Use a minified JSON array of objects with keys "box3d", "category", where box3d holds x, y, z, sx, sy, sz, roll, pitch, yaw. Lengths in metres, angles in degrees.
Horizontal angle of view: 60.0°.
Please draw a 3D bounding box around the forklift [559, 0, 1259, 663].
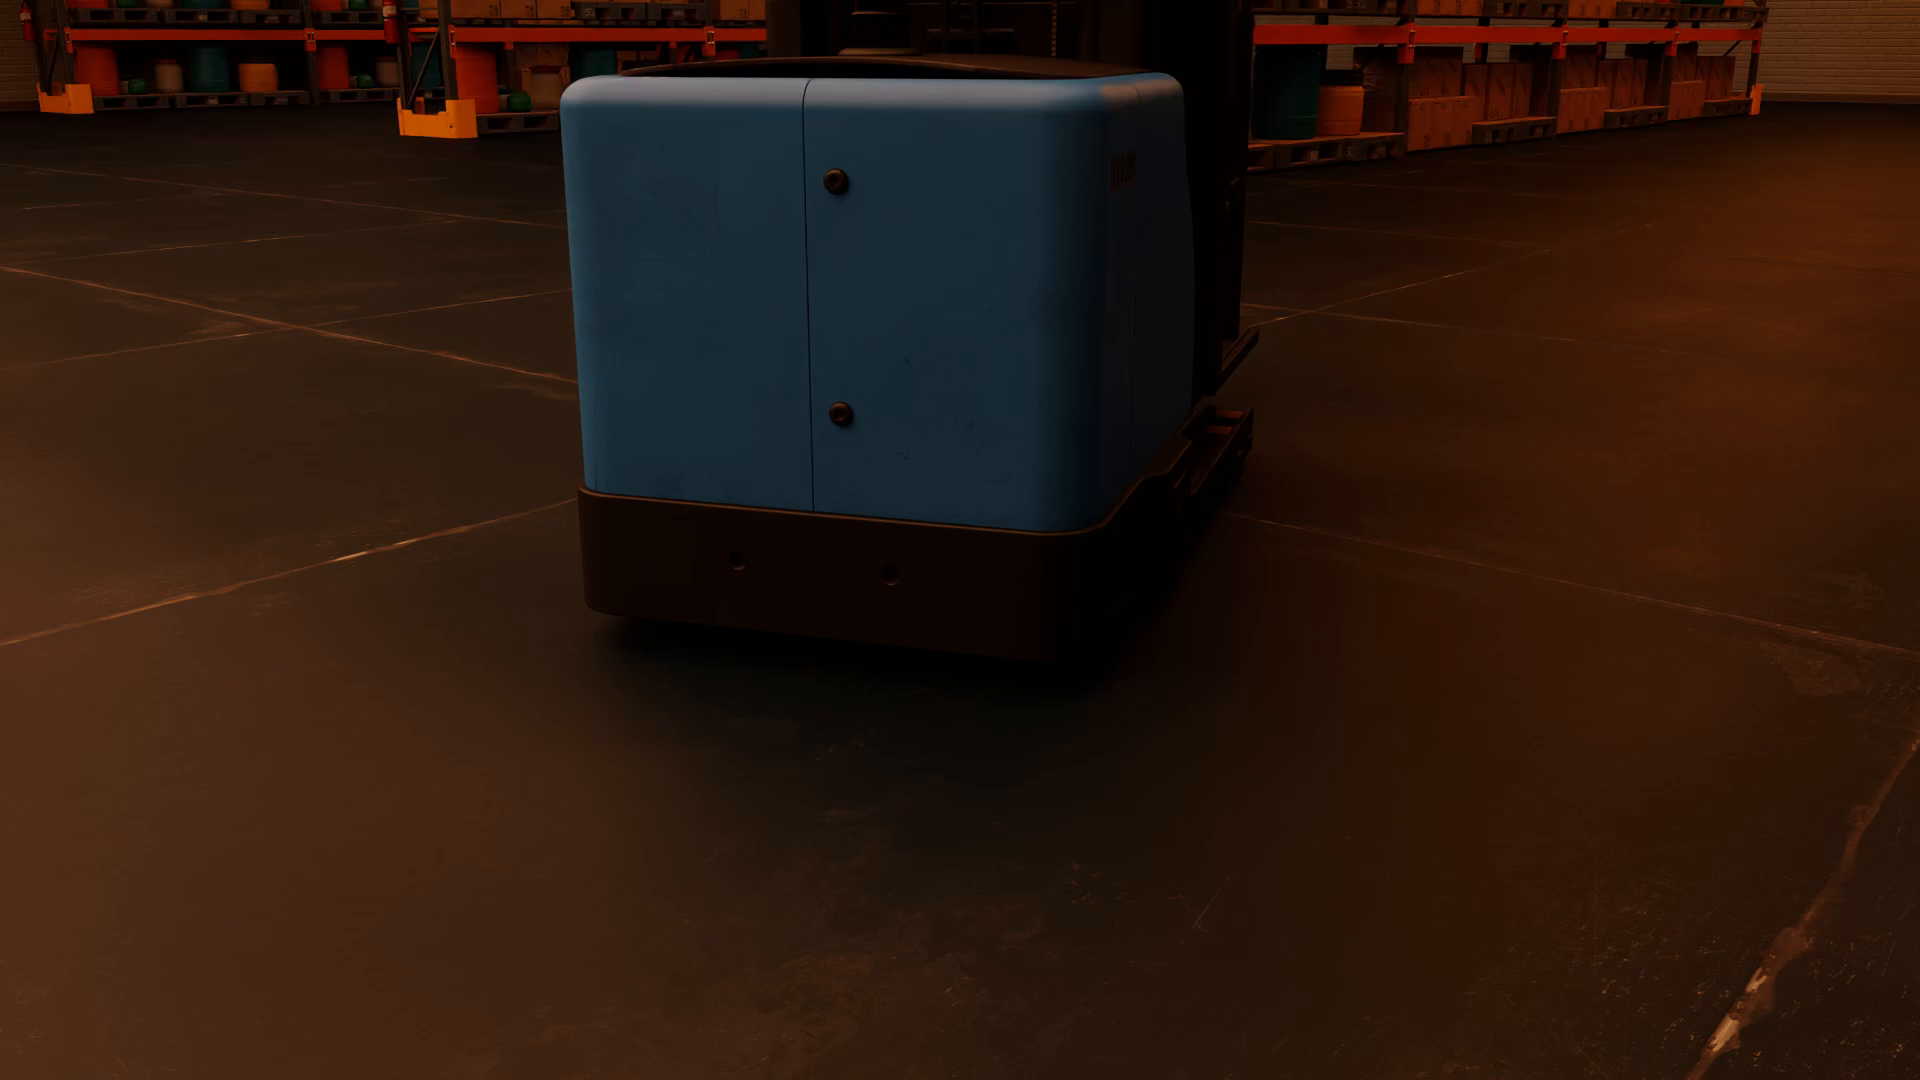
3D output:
[{"box3d":[0.182,-1.571,4.072,1.130,2.935,3.031,5,18,17],"category":"forklift"}]
